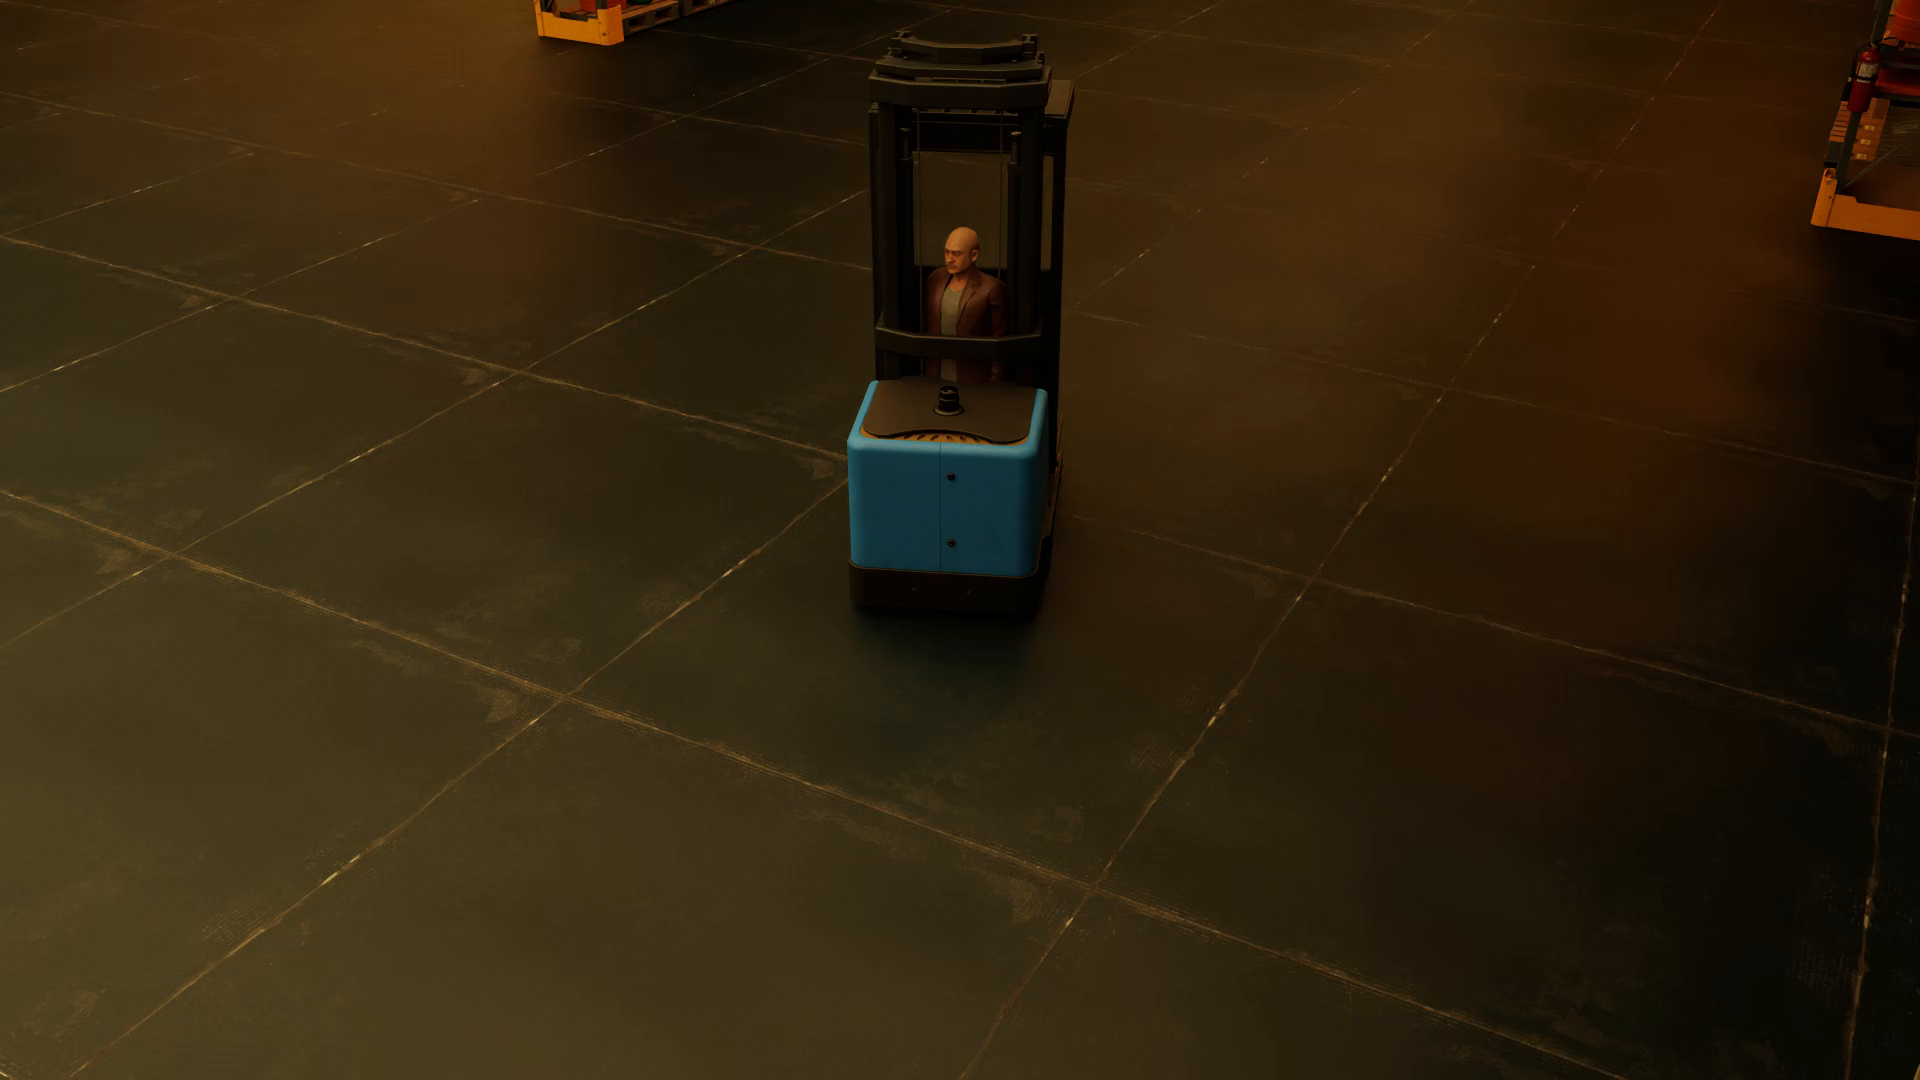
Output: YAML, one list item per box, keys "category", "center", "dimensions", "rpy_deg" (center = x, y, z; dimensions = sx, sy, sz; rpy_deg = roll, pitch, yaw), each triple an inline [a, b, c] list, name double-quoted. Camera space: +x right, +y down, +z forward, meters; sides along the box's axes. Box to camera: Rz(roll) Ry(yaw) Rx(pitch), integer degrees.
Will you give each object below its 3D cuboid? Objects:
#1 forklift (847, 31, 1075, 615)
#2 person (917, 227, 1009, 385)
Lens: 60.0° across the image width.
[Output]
- category: "forklift"
  center: [0.072, -1.572, 9.794]
  dimensions: [1.130, 2.935, 3.031]
  rpy_deg: [3, 30, 6]
- category: "person"
  center: [-0.002, -0.946, 9.458]
  dimensions: [0.563, 1.705, 0.324]
  rpy_deg: [15, 33, 25]
